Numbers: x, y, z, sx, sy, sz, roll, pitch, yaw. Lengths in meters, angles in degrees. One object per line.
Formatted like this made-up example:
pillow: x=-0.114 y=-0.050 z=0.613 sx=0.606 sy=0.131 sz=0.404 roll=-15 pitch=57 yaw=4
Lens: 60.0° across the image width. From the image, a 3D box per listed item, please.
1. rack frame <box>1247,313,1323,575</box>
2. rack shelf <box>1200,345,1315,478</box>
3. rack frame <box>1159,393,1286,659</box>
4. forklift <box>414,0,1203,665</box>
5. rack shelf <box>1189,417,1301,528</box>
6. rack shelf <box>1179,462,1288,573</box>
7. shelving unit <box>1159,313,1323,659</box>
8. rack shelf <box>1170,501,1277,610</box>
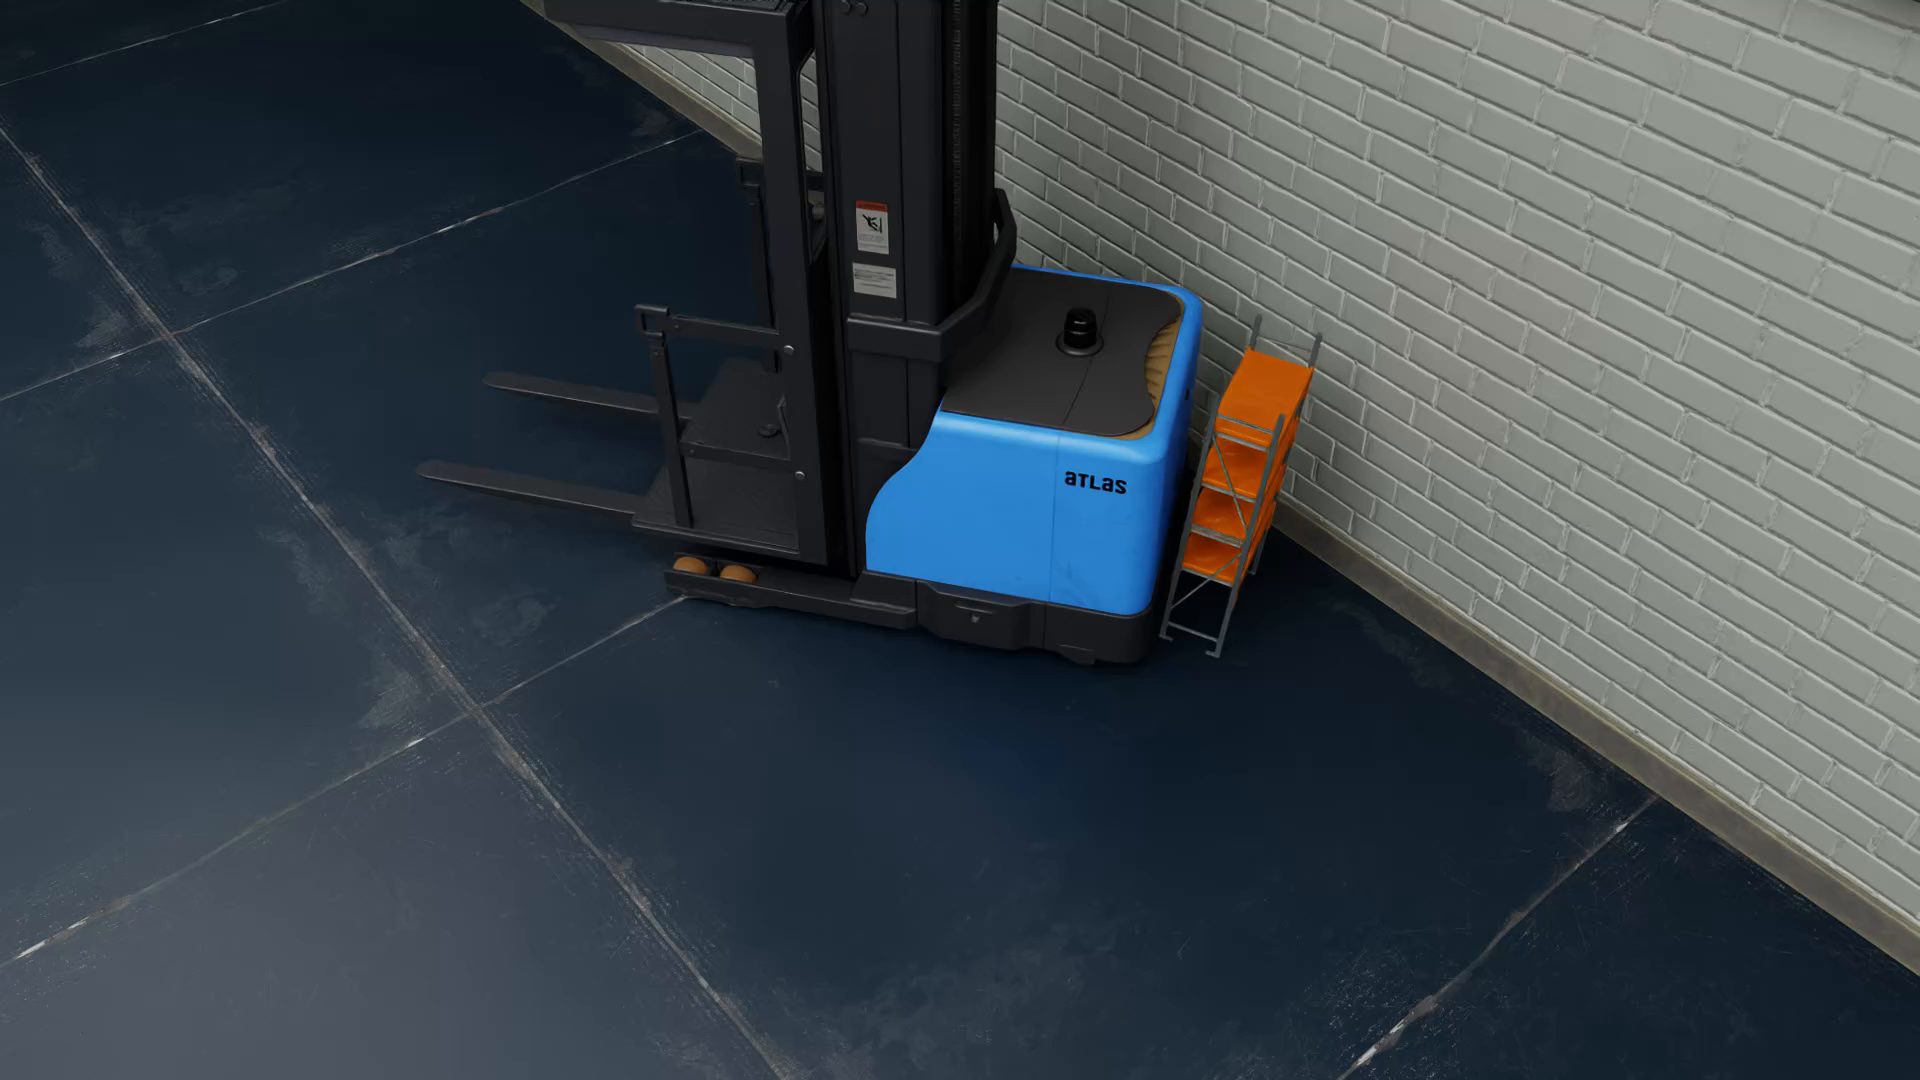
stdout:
rack frame: x=1.105 y=-0.327 z=6.208 sx=0.240 sy=1.200 sz=0.015 roll=20 pitch=47 yaw=14
rack shelf: x=1.035 y=-0.451 z=5.768 sx=0.258 sy=0.148 sz=0.480 roll=20 pitch=47 yaw=14
rack frame: x=0.911 y=-0.020 z=5.882 sx=0.240 sy=1.200 sz=0.015 roll=20 pitch=47 yaw=14
forklift: x=-0.659 y=-1.147 z=5.831 sx=3.031 sy=2.935 sz=1.130 roll=10 pitch=44 yaw=10
rack shelf: x=1.019 y=-0.284 z=5.934 sx=0.258 sy=0.148 sz=0.480 roll=20 pitch=47 yaw=14
rack shelf: x=1.003 y=-0.126 z=6.092 sx=0.258 sy=0.148 sz=0.480 roll=20 pitch=47 yaw=14
shelving unit: x=1.008 y=-0.173 z=6.045 sx=0.258 sy=1.200 sz=0.503 roll=20 pitch=47 yaw=14
rack shelf: x=0.989 y=0.014 z=6.232 sx=0.258 sy=0.148 sz=0.480 roll=20 pitch=47 yaw=14
